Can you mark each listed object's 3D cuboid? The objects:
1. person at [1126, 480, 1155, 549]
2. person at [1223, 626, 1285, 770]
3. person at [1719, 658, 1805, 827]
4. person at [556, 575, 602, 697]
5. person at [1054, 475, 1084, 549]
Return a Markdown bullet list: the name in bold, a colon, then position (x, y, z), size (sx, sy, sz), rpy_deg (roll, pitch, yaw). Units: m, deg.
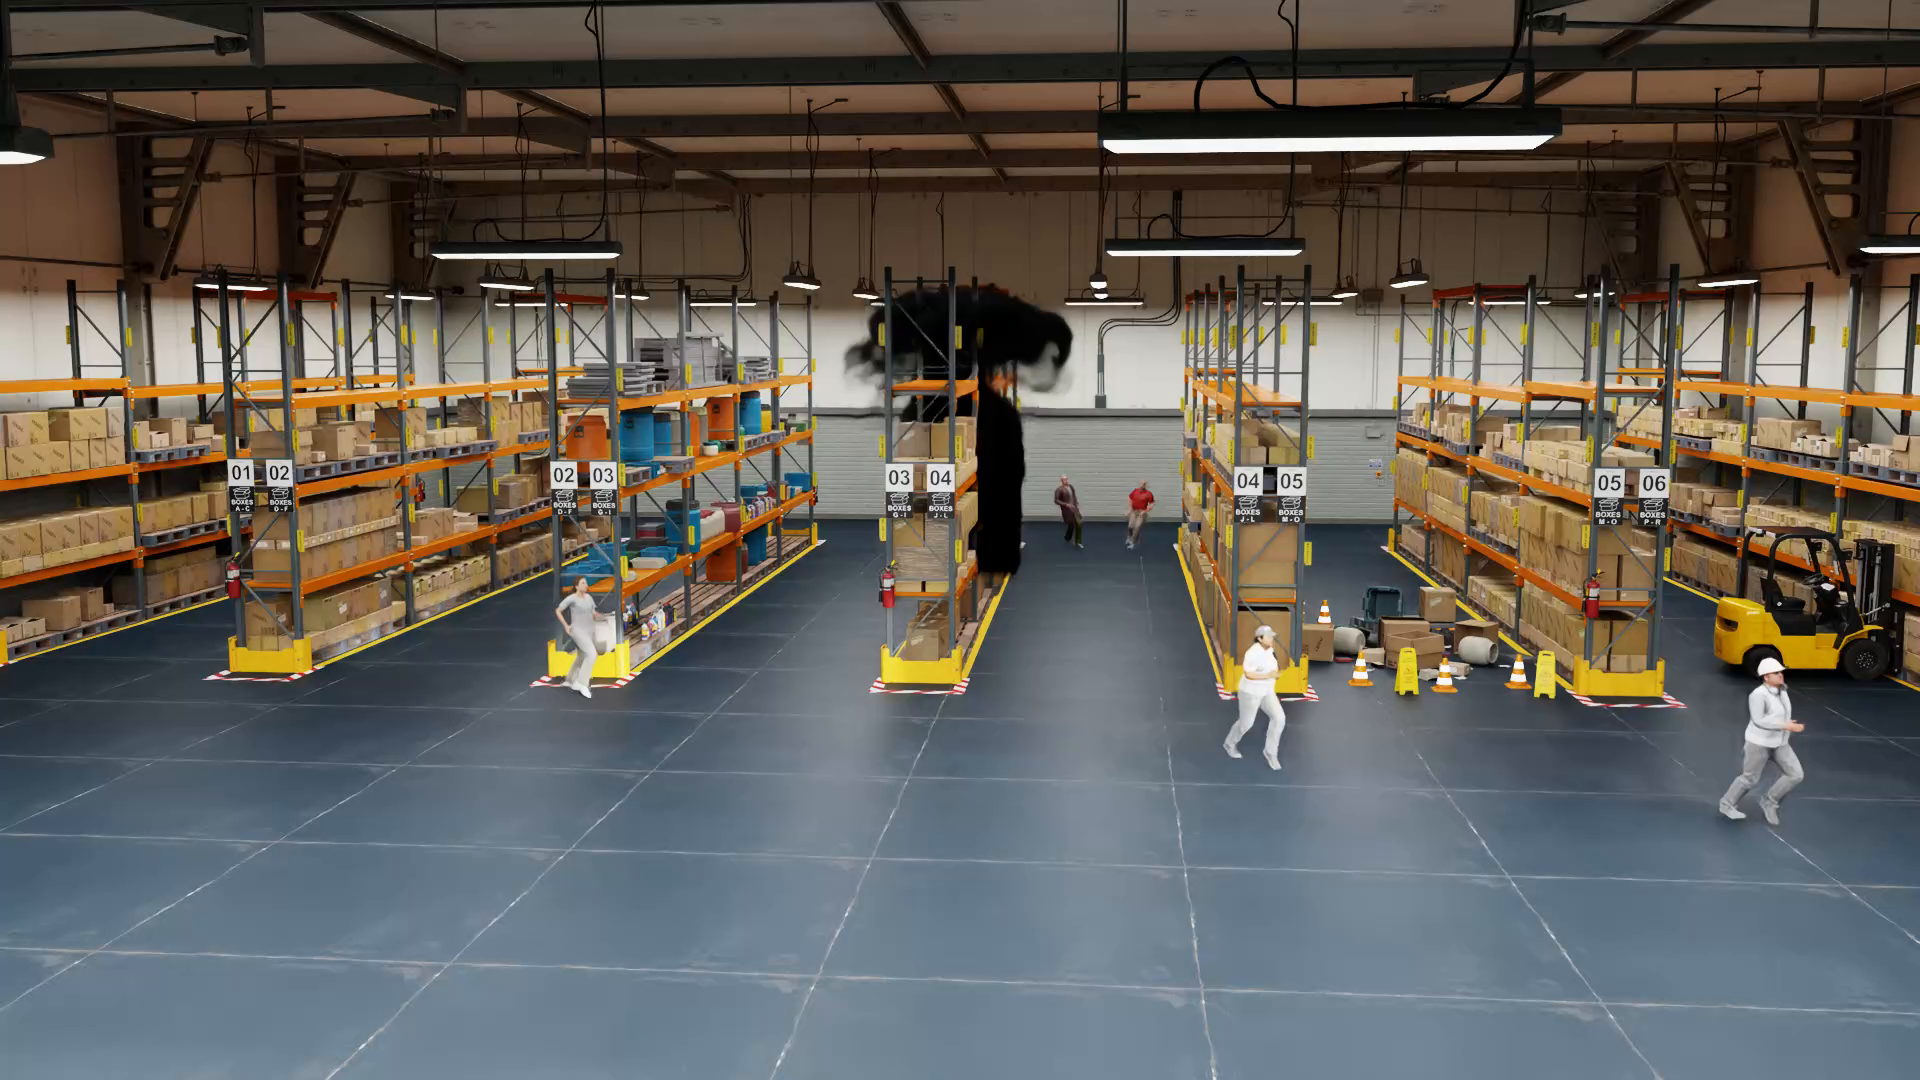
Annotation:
- **person**: position (4.256, -0.606, 39.463), size (0.700, 1.646, 0.512), rpy_deg (2, 7, 19)
- **person**: position (3.455, 1.829, 19.534), size (0.626, 1.707, 0.832), rpy_deg (-7, 10, -43)
- **person**: position (8.267, 2.064, 17.004), size (0.664, 1.753, 0.853), rpy_deg (-4, 8, -28)
- **person**: position (-5.307, 1.345, 23.322), size (0.717, 1.696, 0.536), rpy_deg (3, 8, 24)
- **person**: position (2.576, -0.671, 39.627), size (0.712, 1.746, 0.855), rpy_deg (-4, 8, -29)
